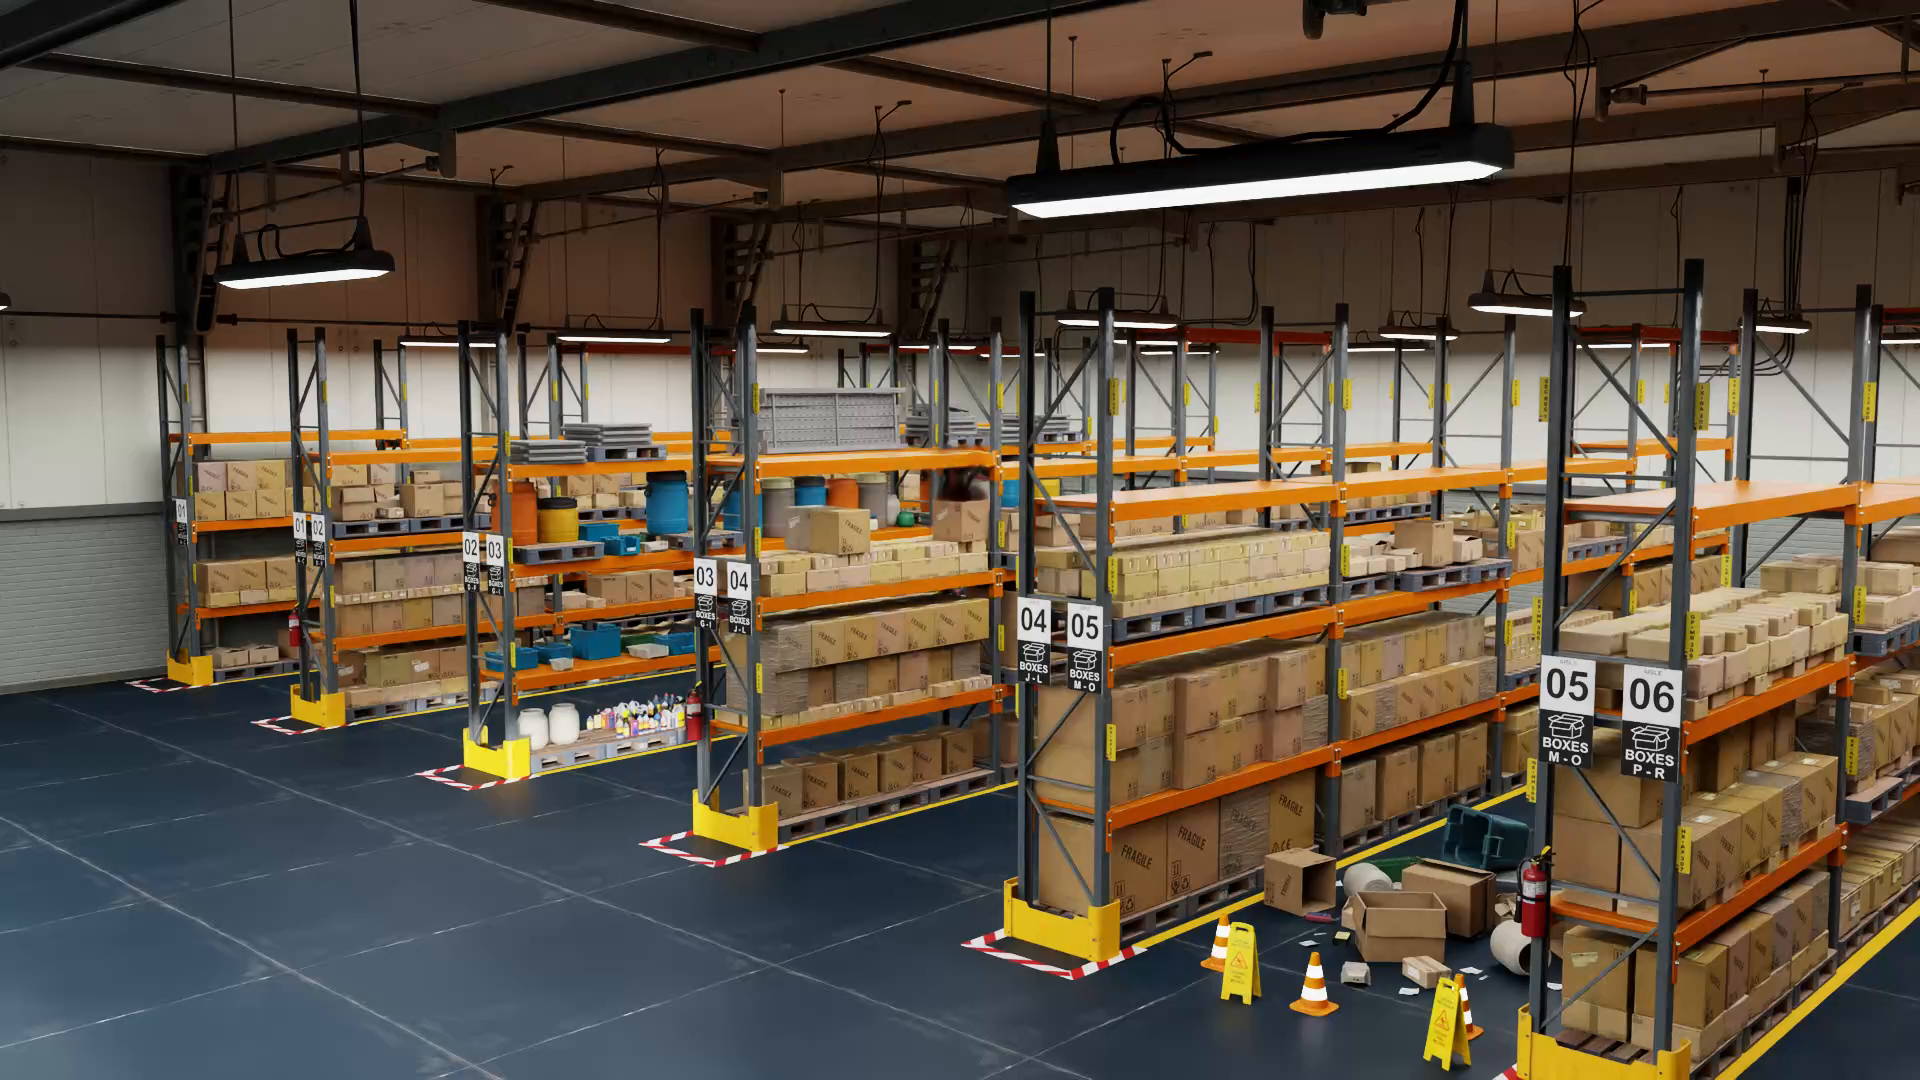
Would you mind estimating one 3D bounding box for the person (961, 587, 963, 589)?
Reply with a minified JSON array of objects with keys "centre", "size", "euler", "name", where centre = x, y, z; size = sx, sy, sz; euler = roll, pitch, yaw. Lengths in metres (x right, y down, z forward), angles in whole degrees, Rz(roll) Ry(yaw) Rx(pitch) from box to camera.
[{"centre":[0.206,0.584,39.290],"size":[0.463,1.774,0.553],"euler":[5,8,44],"name":"person"}]
